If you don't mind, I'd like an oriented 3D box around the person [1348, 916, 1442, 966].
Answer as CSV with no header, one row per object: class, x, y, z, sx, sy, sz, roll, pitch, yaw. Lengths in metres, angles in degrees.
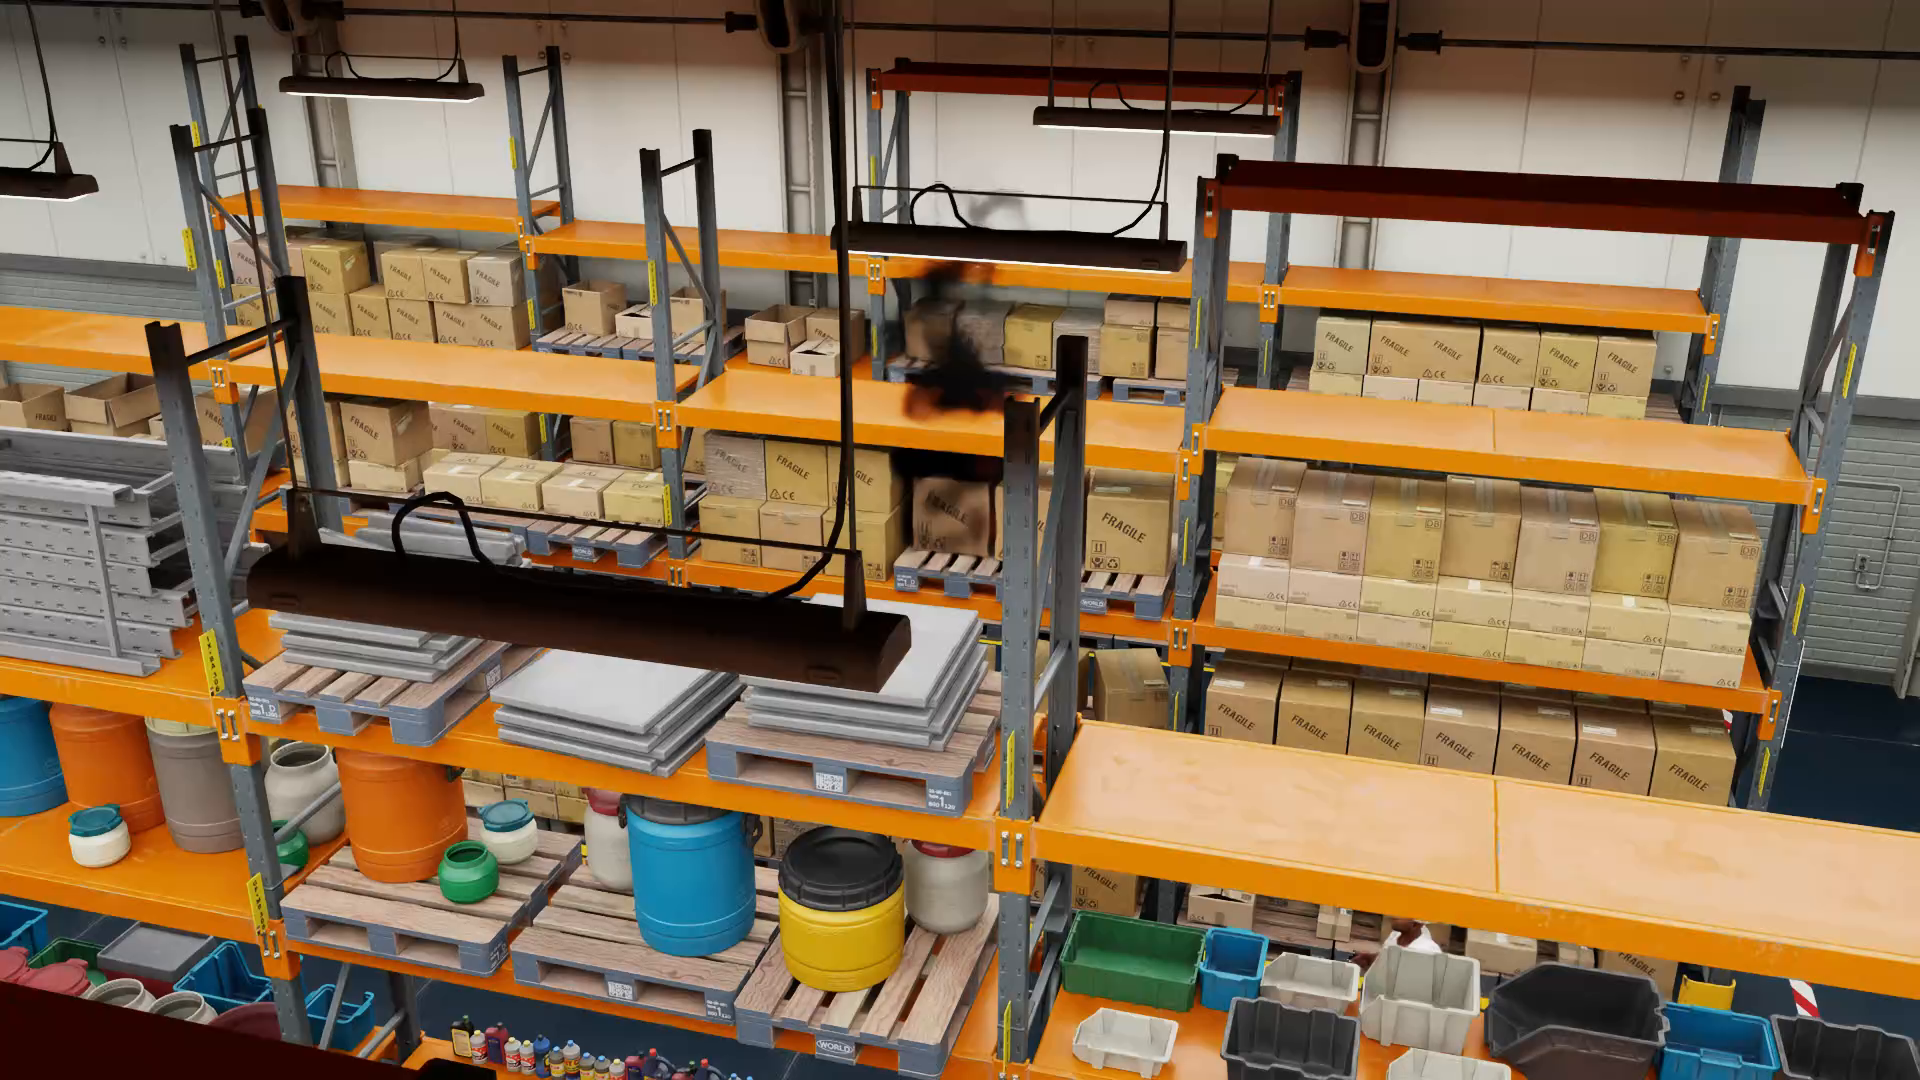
person,2.928,3.115,11.023,0.733,1.804,0.679,3,23,8
